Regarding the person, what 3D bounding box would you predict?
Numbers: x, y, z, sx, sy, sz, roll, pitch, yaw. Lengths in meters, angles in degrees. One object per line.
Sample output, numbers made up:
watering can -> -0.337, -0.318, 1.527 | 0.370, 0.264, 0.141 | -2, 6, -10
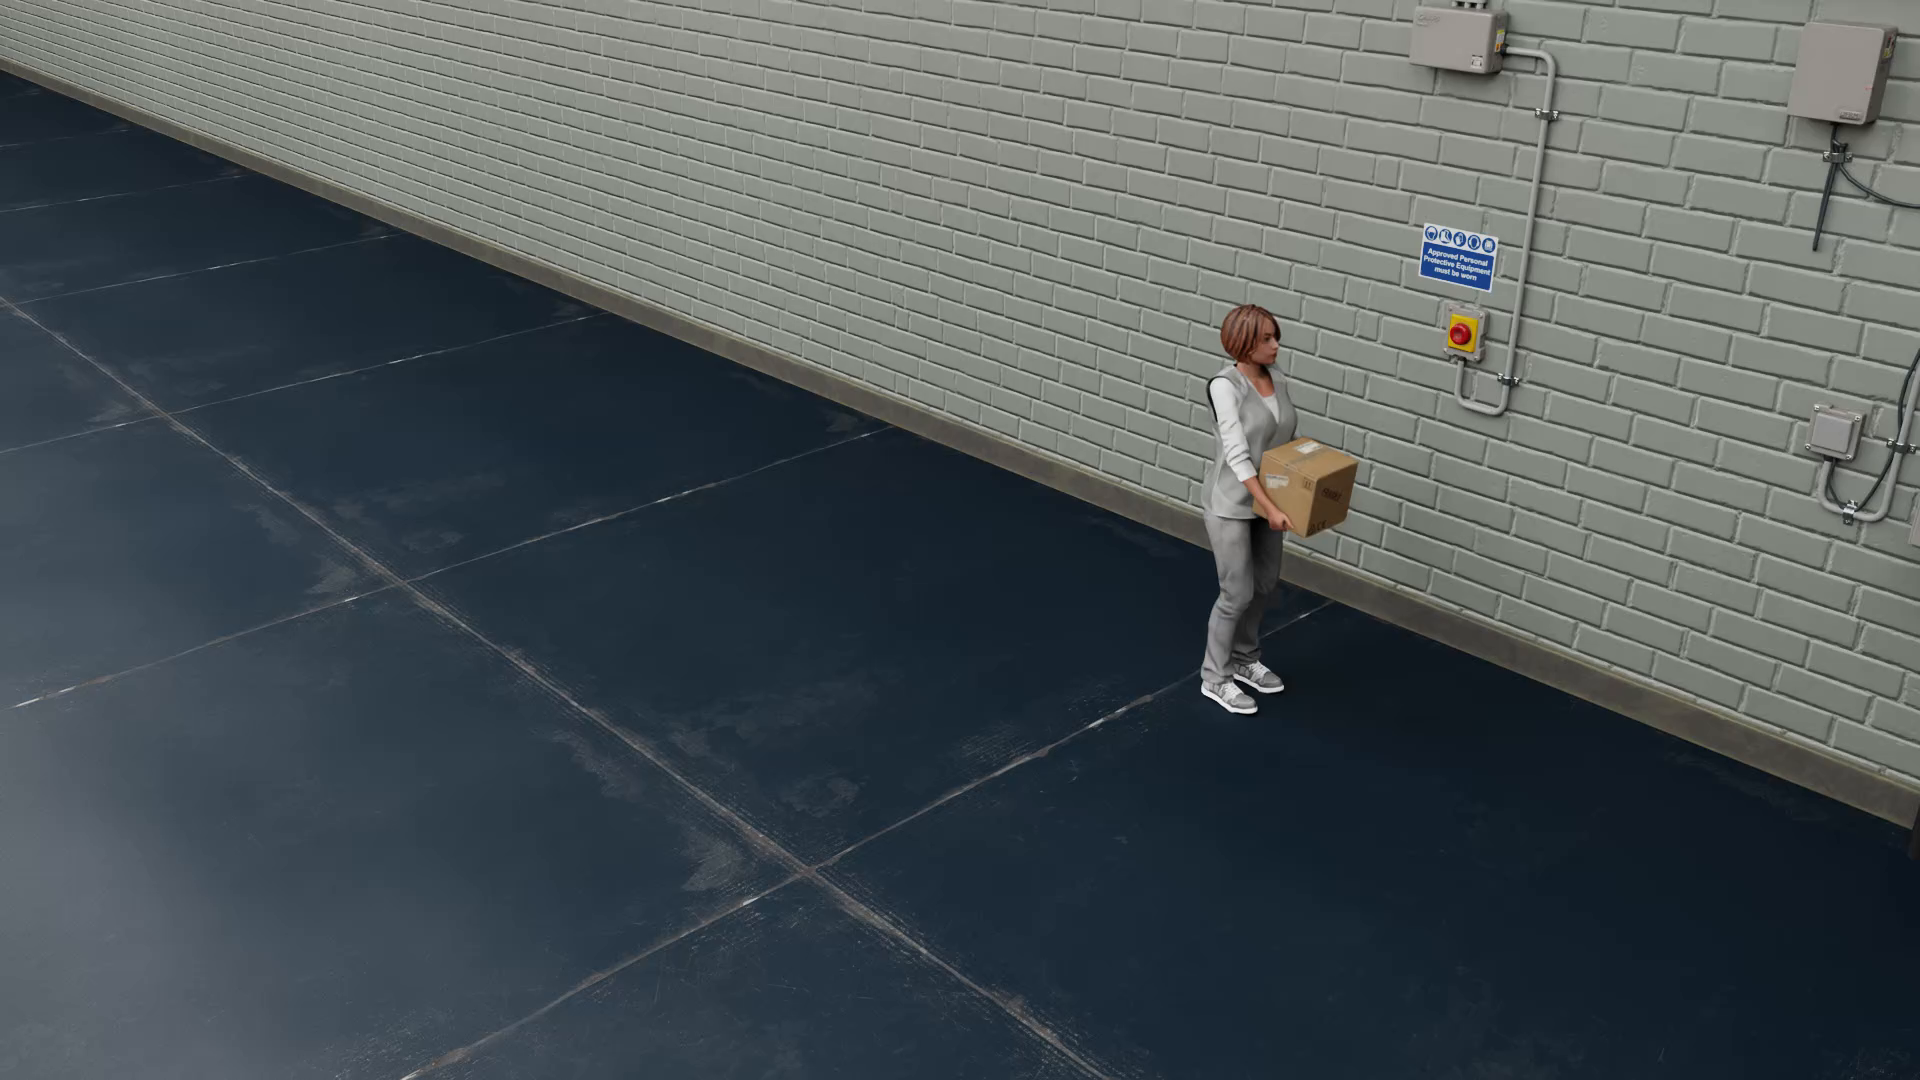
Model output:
person -> 1.153, -0.095, 6.330 | 0.404, 1.591, 0.493 | -21, 32, -37
